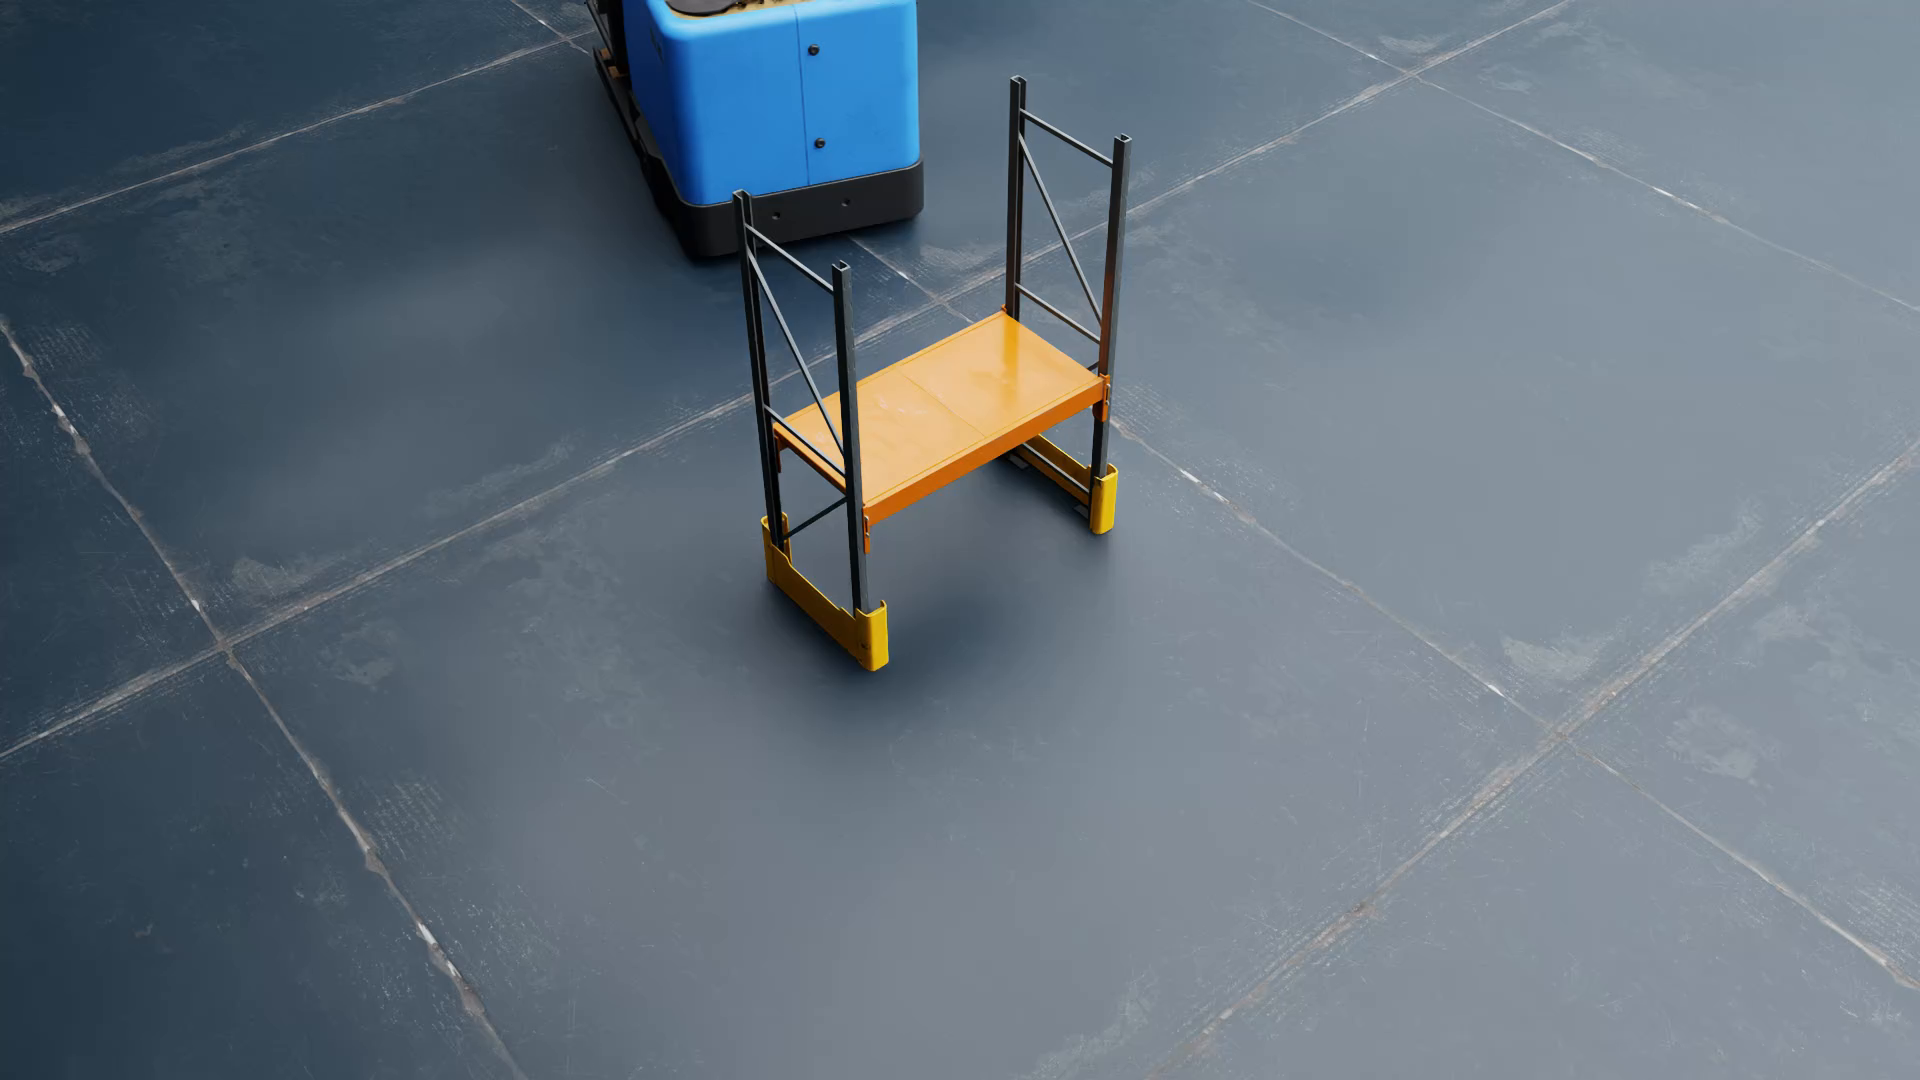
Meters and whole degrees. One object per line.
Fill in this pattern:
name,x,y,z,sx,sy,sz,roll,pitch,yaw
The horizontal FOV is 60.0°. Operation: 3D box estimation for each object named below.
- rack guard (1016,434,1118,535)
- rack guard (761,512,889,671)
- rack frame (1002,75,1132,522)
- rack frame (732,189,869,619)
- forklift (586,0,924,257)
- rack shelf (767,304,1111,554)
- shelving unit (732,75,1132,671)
rack guard,0.324,-0.276,5.862,0.087,0.250,0.587,-30,51,-28
rack guard,-0.440,0.161,5.396,0.087,0.250,0.587,-30,51,-28
rack frame,0.324,-0.733,5.434,0.032,1.500,0.500,-30,51,-28
rack frame,-0.455,-0.286,4.959,0.032,1.500,0.500,-30,51,-28
forklift,-1.141,-3.265,7.086,1.130,2.935,3.031,-14,45,-15
rack shelf,-0.065,-0.378,5.320,1.000,0.185,0.538,-30,51,-28
shelving unit,-0.058,-0.513,5.201,1.083,1.500,0.587,-30,51,-28
